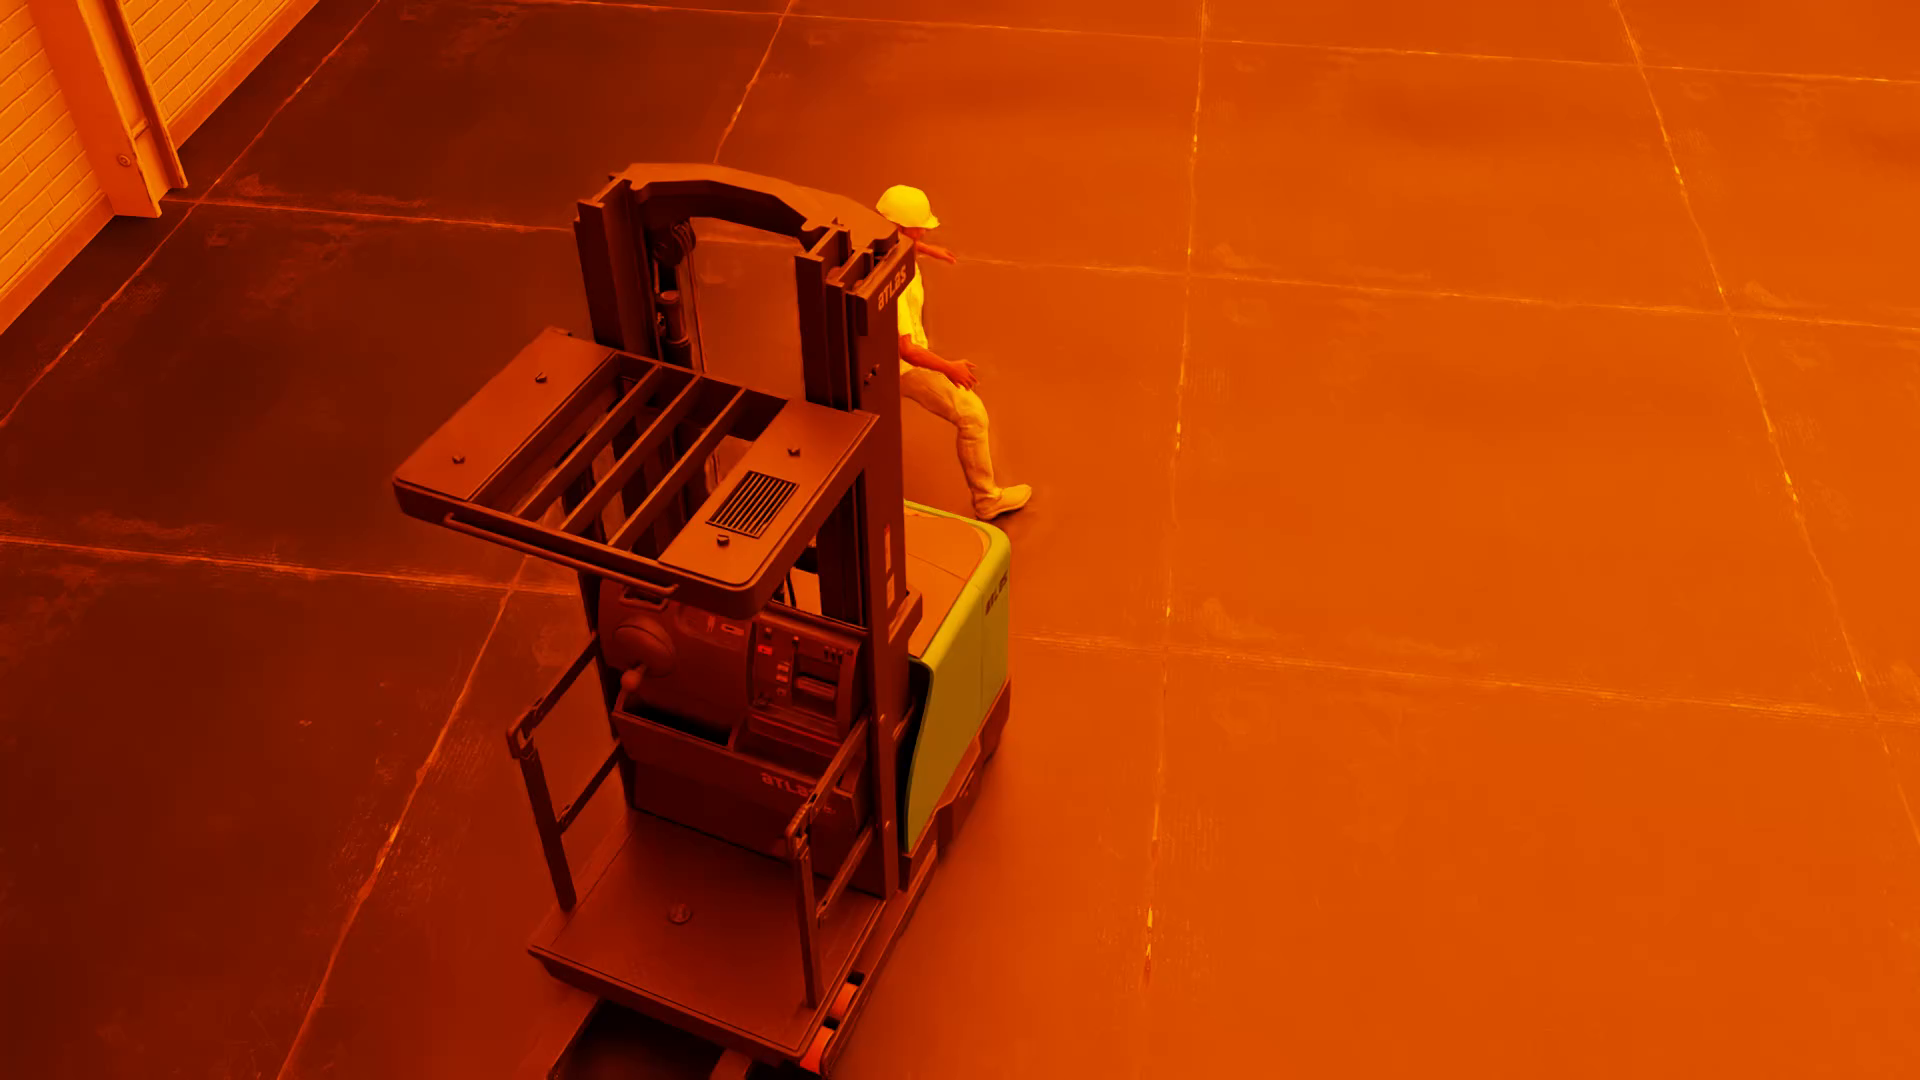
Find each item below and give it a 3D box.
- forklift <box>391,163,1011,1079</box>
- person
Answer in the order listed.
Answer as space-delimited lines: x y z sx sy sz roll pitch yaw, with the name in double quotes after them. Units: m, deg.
-0.839 0.457 5.226 1.130 2.935 3.031 16 45 17 "forklift"
-0.196 -0.975 7.811 0.969 1.604 1.055 -7 43 -7 "person"
